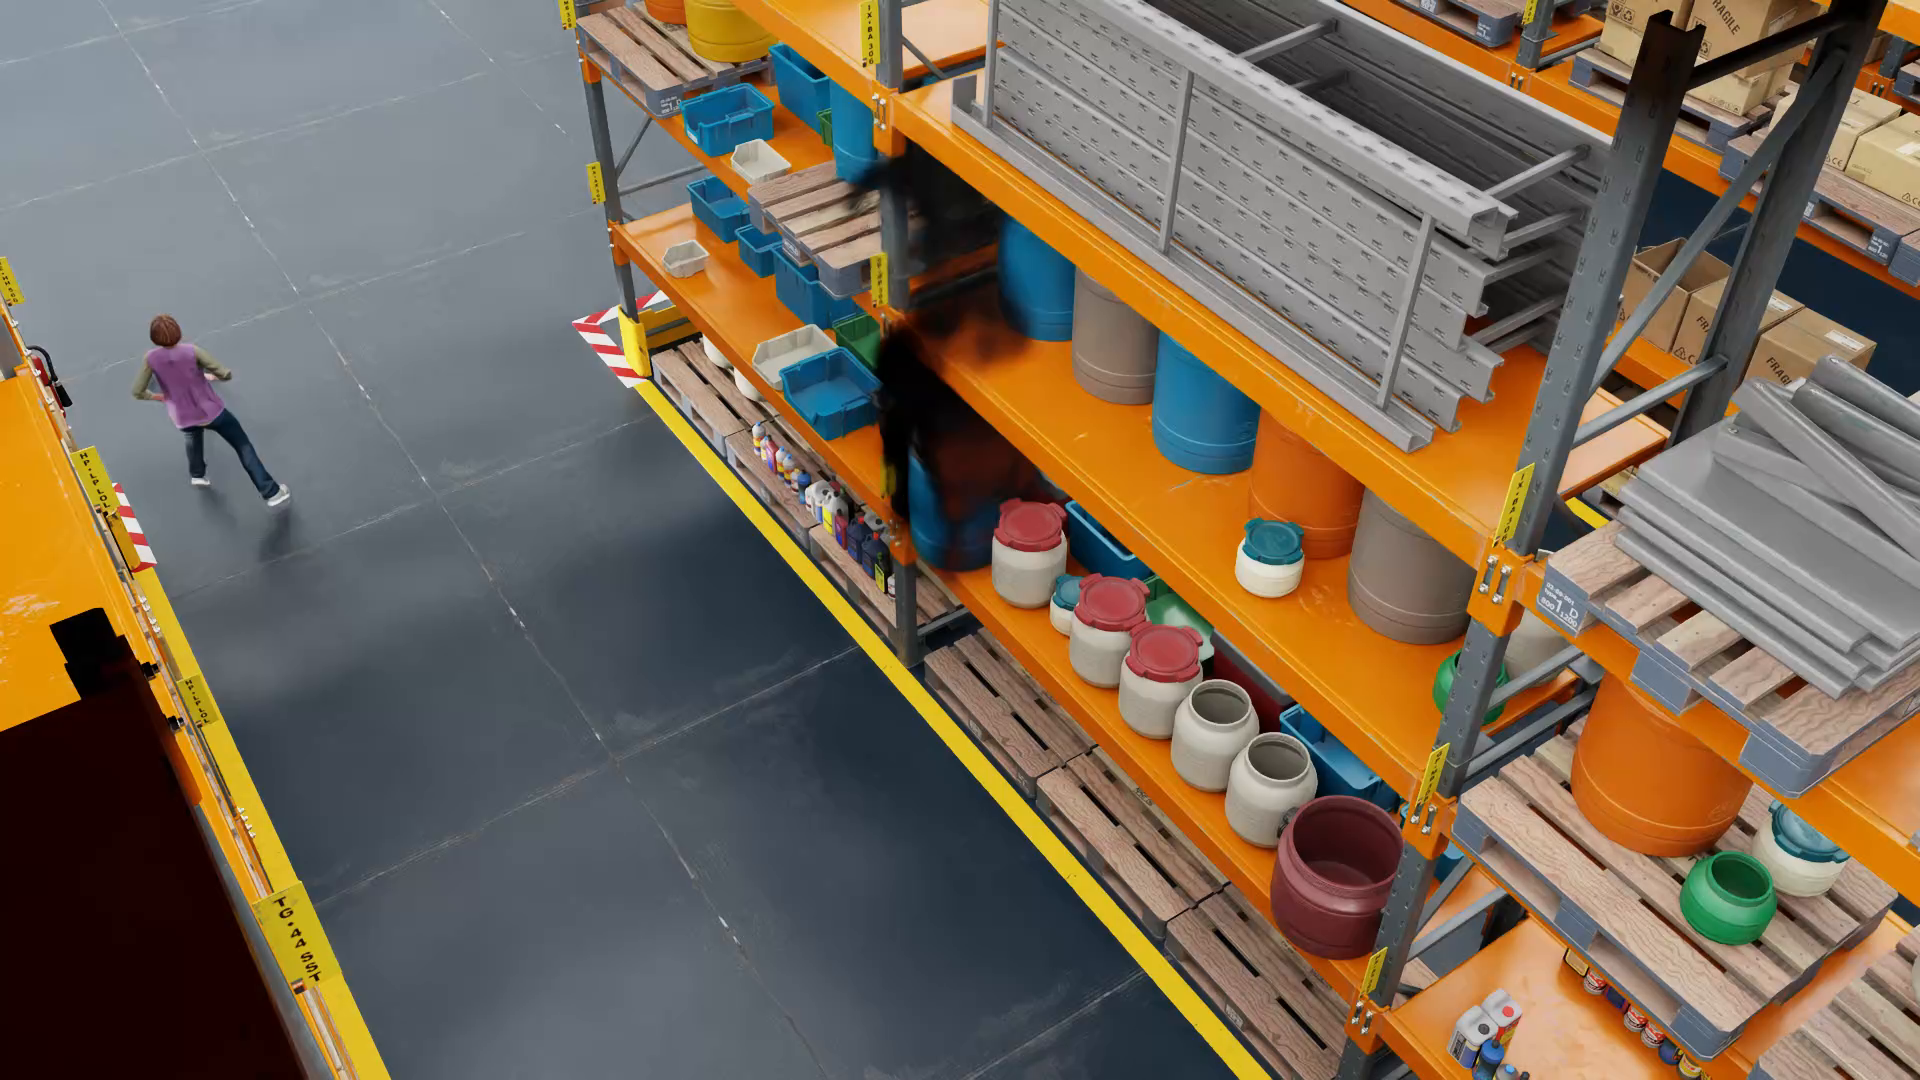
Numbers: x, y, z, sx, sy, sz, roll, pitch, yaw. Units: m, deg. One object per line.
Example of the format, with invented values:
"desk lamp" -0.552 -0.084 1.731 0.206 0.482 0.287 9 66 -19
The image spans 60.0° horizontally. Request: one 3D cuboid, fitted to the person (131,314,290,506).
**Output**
"person" -5.249 -0.866 11.572 0.751 1.561 0.642 -12 44 -13
